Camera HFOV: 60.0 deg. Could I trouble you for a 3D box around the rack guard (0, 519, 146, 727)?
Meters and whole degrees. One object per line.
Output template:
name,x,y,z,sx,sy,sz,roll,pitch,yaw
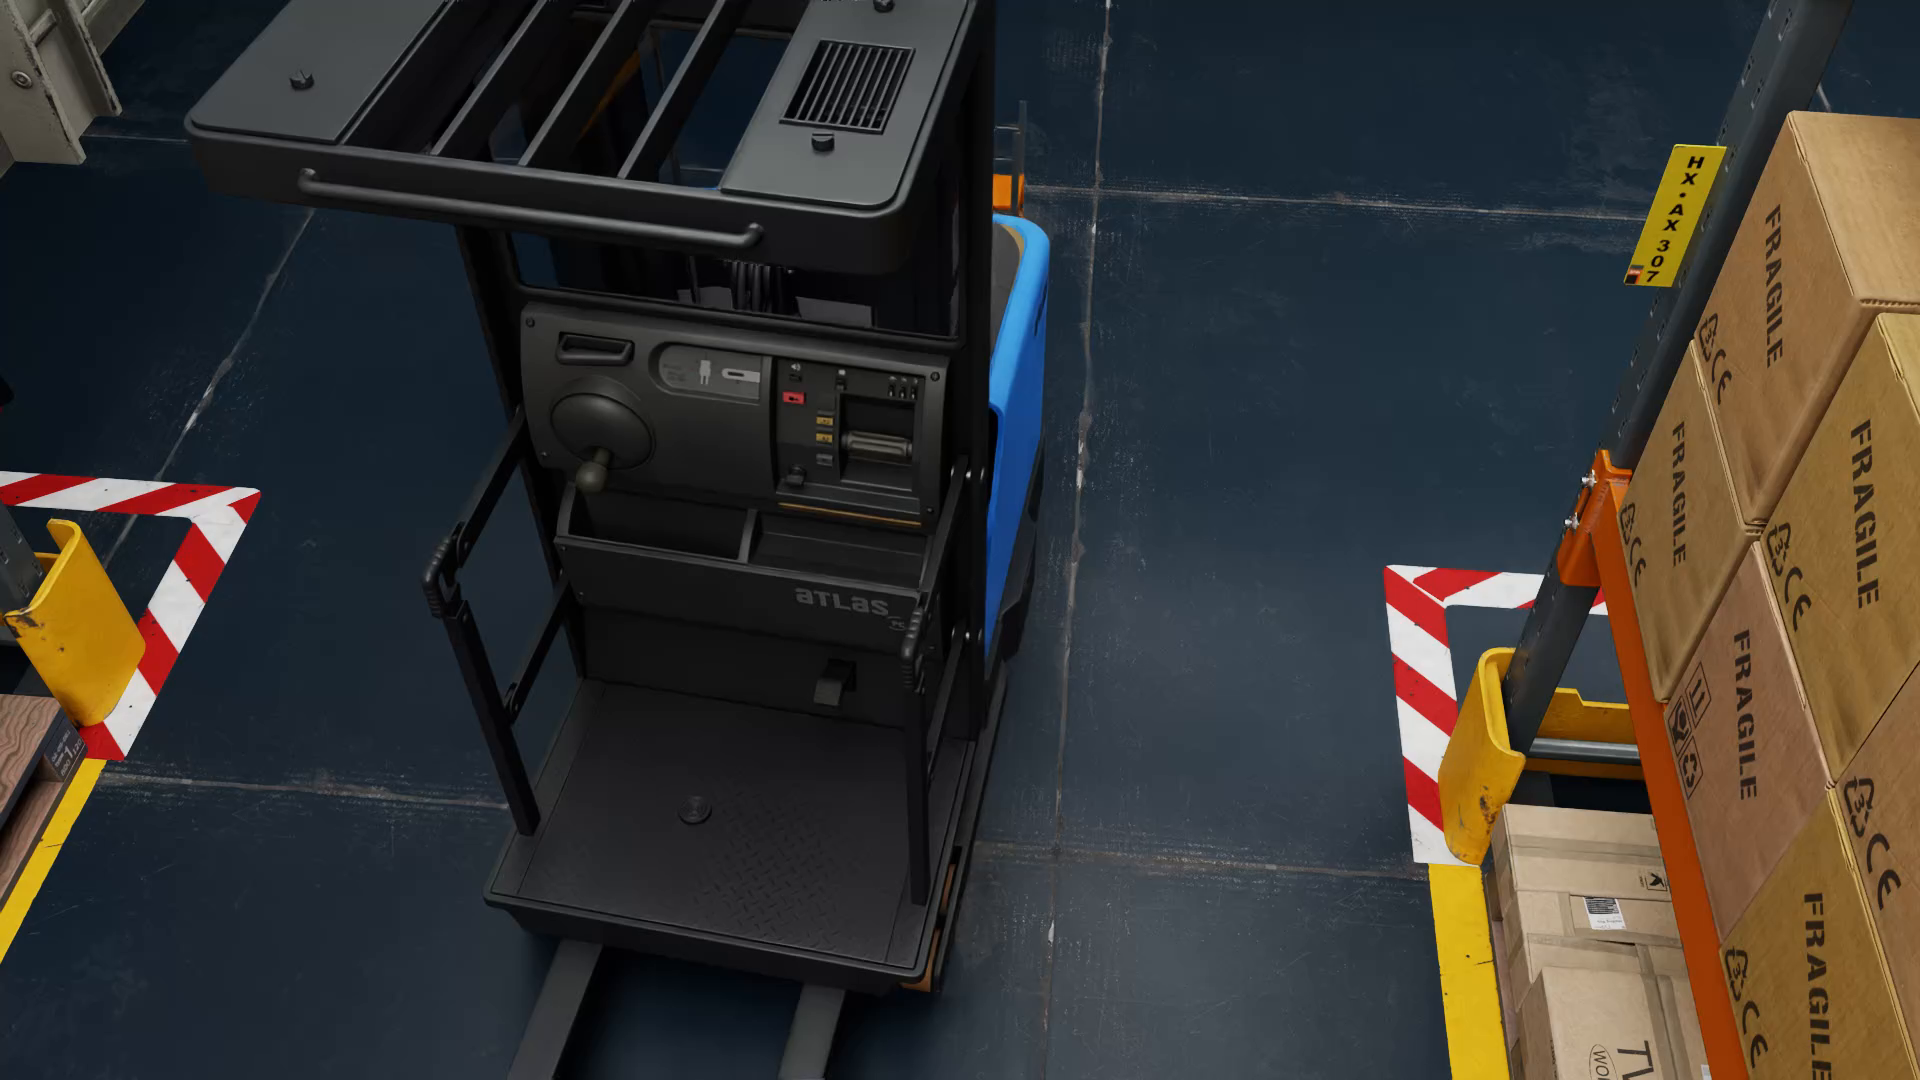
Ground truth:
rack guard,-3.017,0.206,4.723,1.175,0.500,0.348,4,48,4

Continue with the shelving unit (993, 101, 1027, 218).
shelving unit,0.055,-0.768,5.130,0.258,1.200,0.189,5,43,5

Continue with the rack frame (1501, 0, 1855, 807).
rack frame,1.914,-0.290,3.482,1.000,3.000,0.127,4,48,4

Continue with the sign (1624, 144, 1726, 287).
sign,1.374,-0.618,3.196,0.100,0.325,0.005,4,48,4

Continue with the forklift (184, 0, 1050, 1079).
forklift,-0.527,-0.158,3.408,1.130,2.935,3.031,8,48,8

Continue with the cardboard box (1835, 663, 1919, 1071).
cardboard box,1.521,0.399,2.107,0.500,0.500,0.500,4,48,4

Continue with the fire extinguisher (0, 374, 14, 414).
fire extinguisher,-2.546,-0.548,4.024,0.296,0.674,0.183,4,48,4

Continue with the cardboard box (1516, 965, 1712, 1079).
cardboard box,1.537,1.238,3.651,0.500,0.250,0.500,4,48,4

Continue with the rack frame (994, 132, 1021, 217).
rack frame,0.044,-0.706,5.063,0.240,1.200,0.006,5,43,5

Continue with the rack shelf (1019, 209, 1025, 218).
rack shelf,0.057,-0.912,4.998,0.258,0.103,0.180,5,43,5

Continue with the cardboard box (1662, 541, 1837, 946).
cardboard box,1.570,0.364,2.816,0.500,0.500,0.500,3,48,3

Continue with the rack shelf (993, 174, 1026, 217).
rack shelf,0.059,-1.001,4.917,0.258,0.103,0.180,5,43,5

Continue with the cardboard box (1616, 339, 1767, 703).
cardboard box,1.611,-0.015,3.163,0.500,0.500,0.500,5,48,4

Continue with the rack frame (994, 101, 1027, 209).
rack frame,0.066,-0.829,5.197,0.240,1.200,0.006,5,43,5

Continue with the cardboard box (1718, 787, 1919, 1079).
cardboard box,1.521,0.733,2.479,0.500,0.500,0.500,4,48,3

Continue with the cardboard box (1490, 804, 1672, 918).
cardboard box,1.534,0.808,4.112,0.380,0.149,0.250,4,48,4

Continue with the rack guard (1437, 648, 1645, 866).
rack guard,1.907,0.610,4.354,1.175,0.500,0.348,4,48,4

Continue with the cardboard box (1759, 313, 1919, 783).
cardboard box,1.571,0.032,2.443,0.500,0.500,0.500,4,48,4

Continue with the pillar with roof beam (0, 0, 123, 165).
pillar with roof beam,0.653,-4.398,3.174,9.100,9.000,0.400,4,48,4

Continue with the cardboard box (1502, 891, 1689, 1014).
cardboard box,1.511,0.986,3.937,0.380,0.166,0.250,4,48,4

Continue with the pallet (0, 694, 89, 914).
pallet,-3.014,0.914,4.271,1.003,0.211,1.213,4,48,4

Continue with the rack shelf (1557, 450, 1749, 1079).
rack shelf,1.732,1.423,2.404,1.077,0.370,4.000,4,48,4

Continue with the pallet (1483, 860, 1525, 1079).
pallet,1.836,1.293,3.924,1.003,0.211,1.213,4,48,4

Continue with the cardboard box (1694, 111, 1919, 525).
cardboard box,1.611,-0.353,2.794,0.500,0.500,0.500,5,48,5

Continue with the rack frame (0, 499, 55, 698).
rack frame,-3.019,-0.620,3.785,1.000,3.000,0.127,4,48,4
